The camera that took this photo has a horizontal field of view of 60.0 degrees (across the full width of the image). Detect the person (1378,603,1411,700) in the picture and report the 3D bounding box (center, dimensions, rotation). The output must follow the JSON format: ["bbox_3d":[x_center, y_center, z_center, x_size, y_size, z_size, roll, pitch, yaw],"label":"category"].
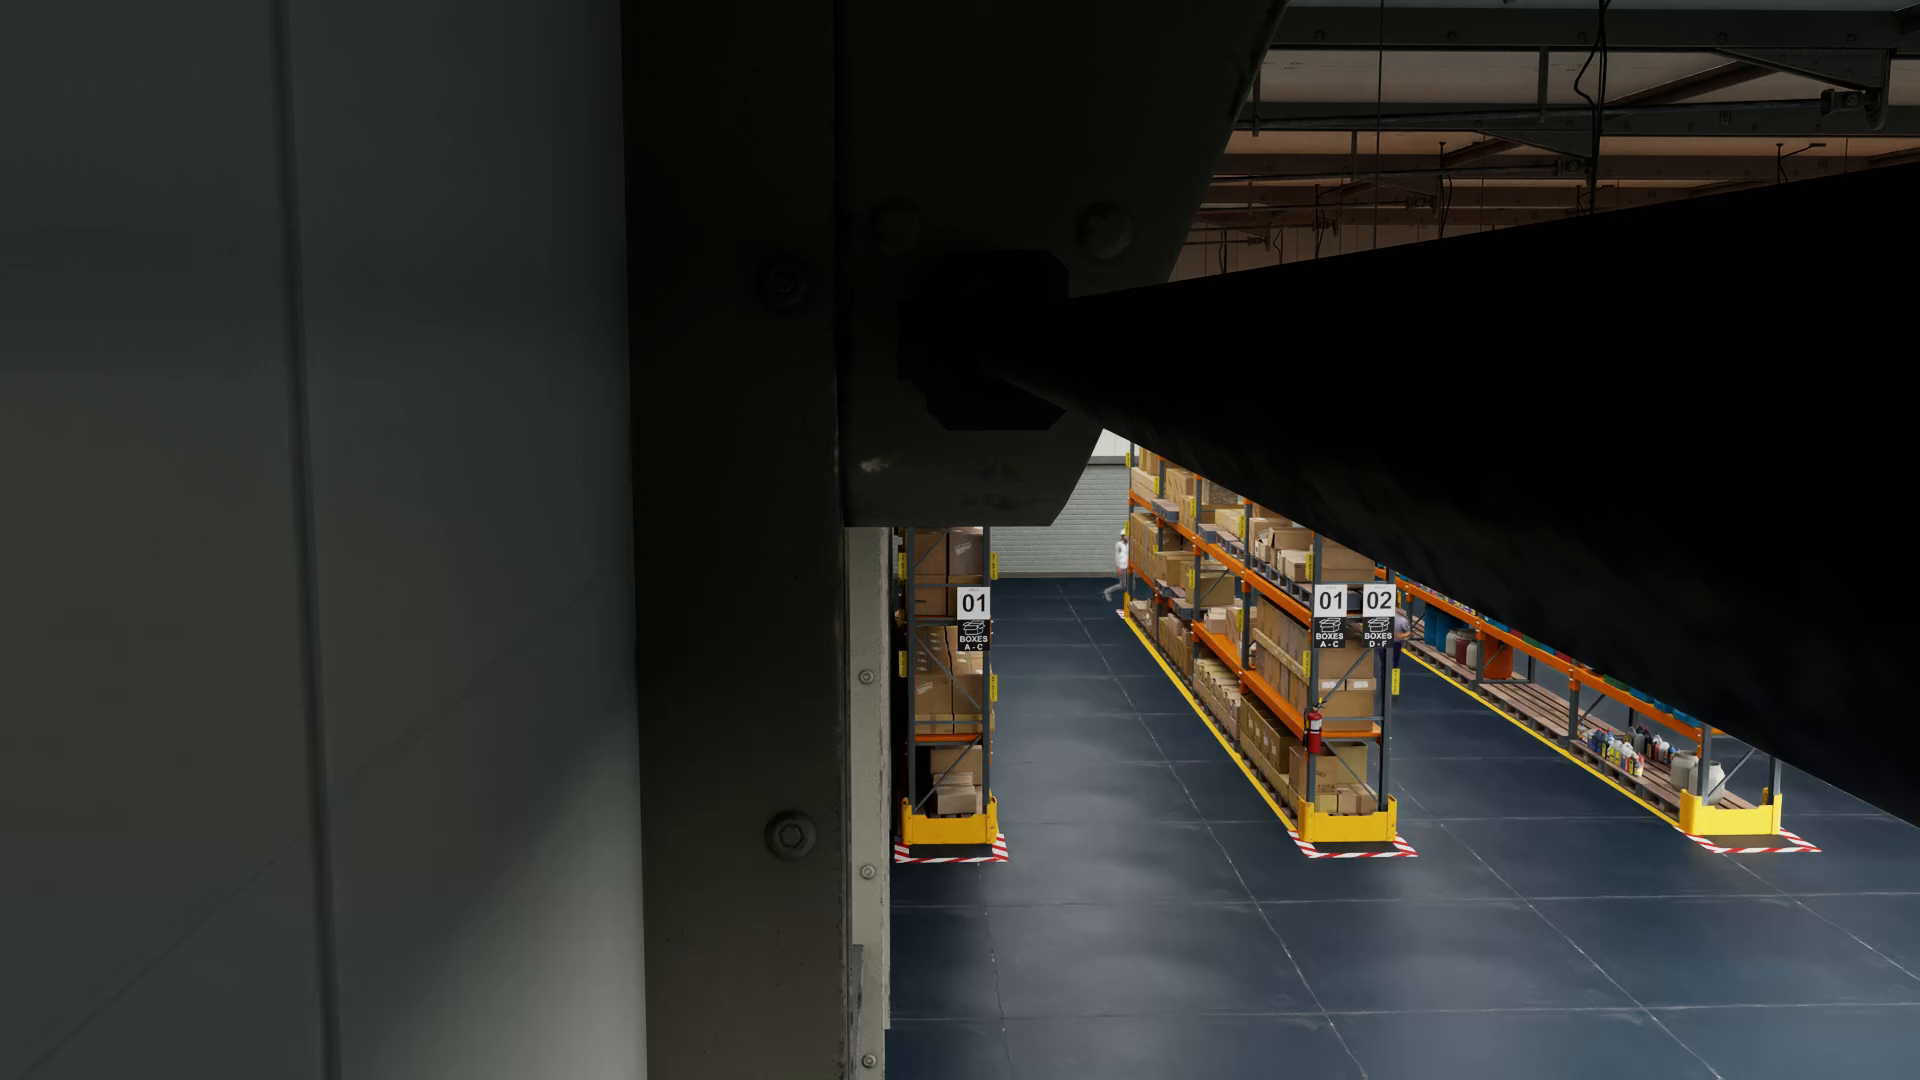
[{"bbox_3d":[7.423,1.858,28.484,0.562,1.601,1.028,0,7,-2],"label":"person"}]

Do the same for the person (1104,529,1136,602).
[{"bbox_3d":[3.719,0.605,37.970,0.785,1.735,0.545,4,8,28],"label":"person"}]
